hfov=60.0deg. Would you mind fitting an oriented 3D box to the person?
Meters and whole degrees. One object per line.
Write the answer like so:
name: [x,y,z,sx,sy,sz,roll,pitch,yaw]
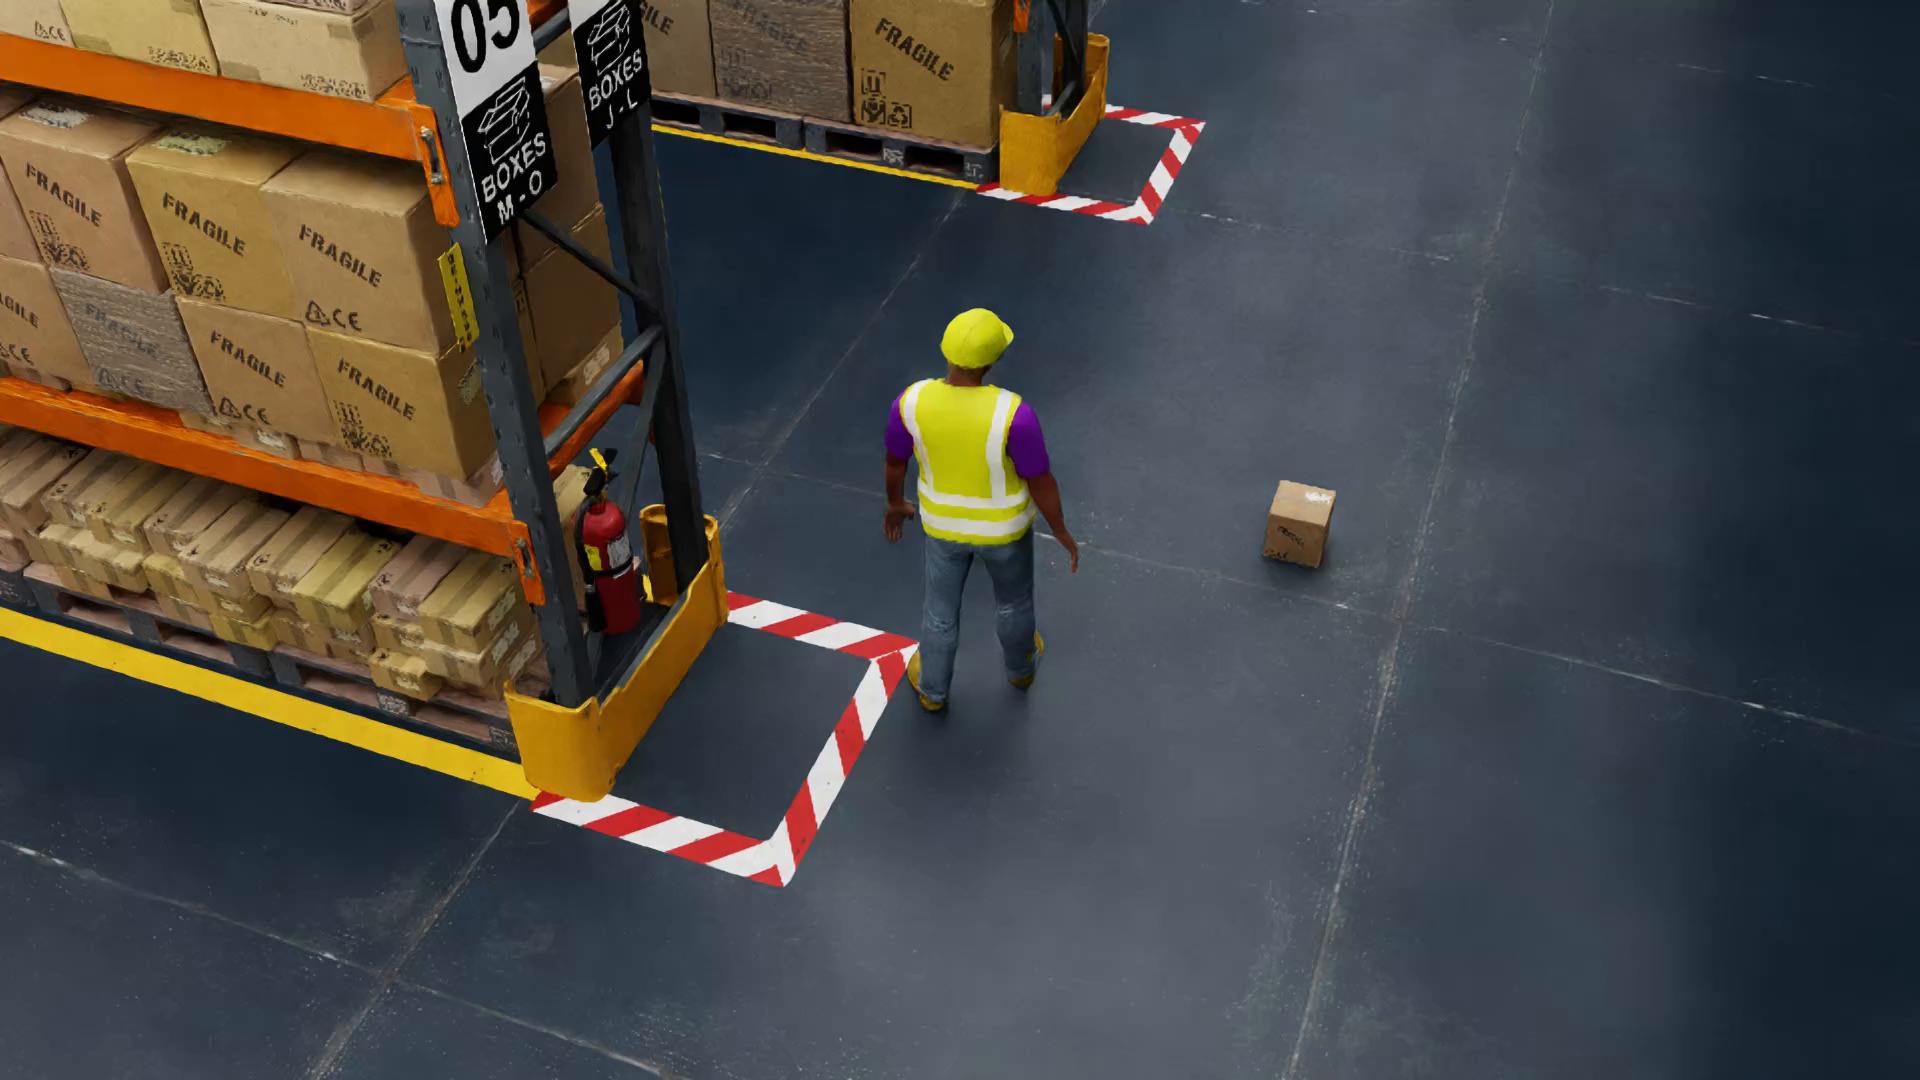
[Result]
person: [0.094,-0.112,6.224,0.764,1.766,0.528,11,42,12]
